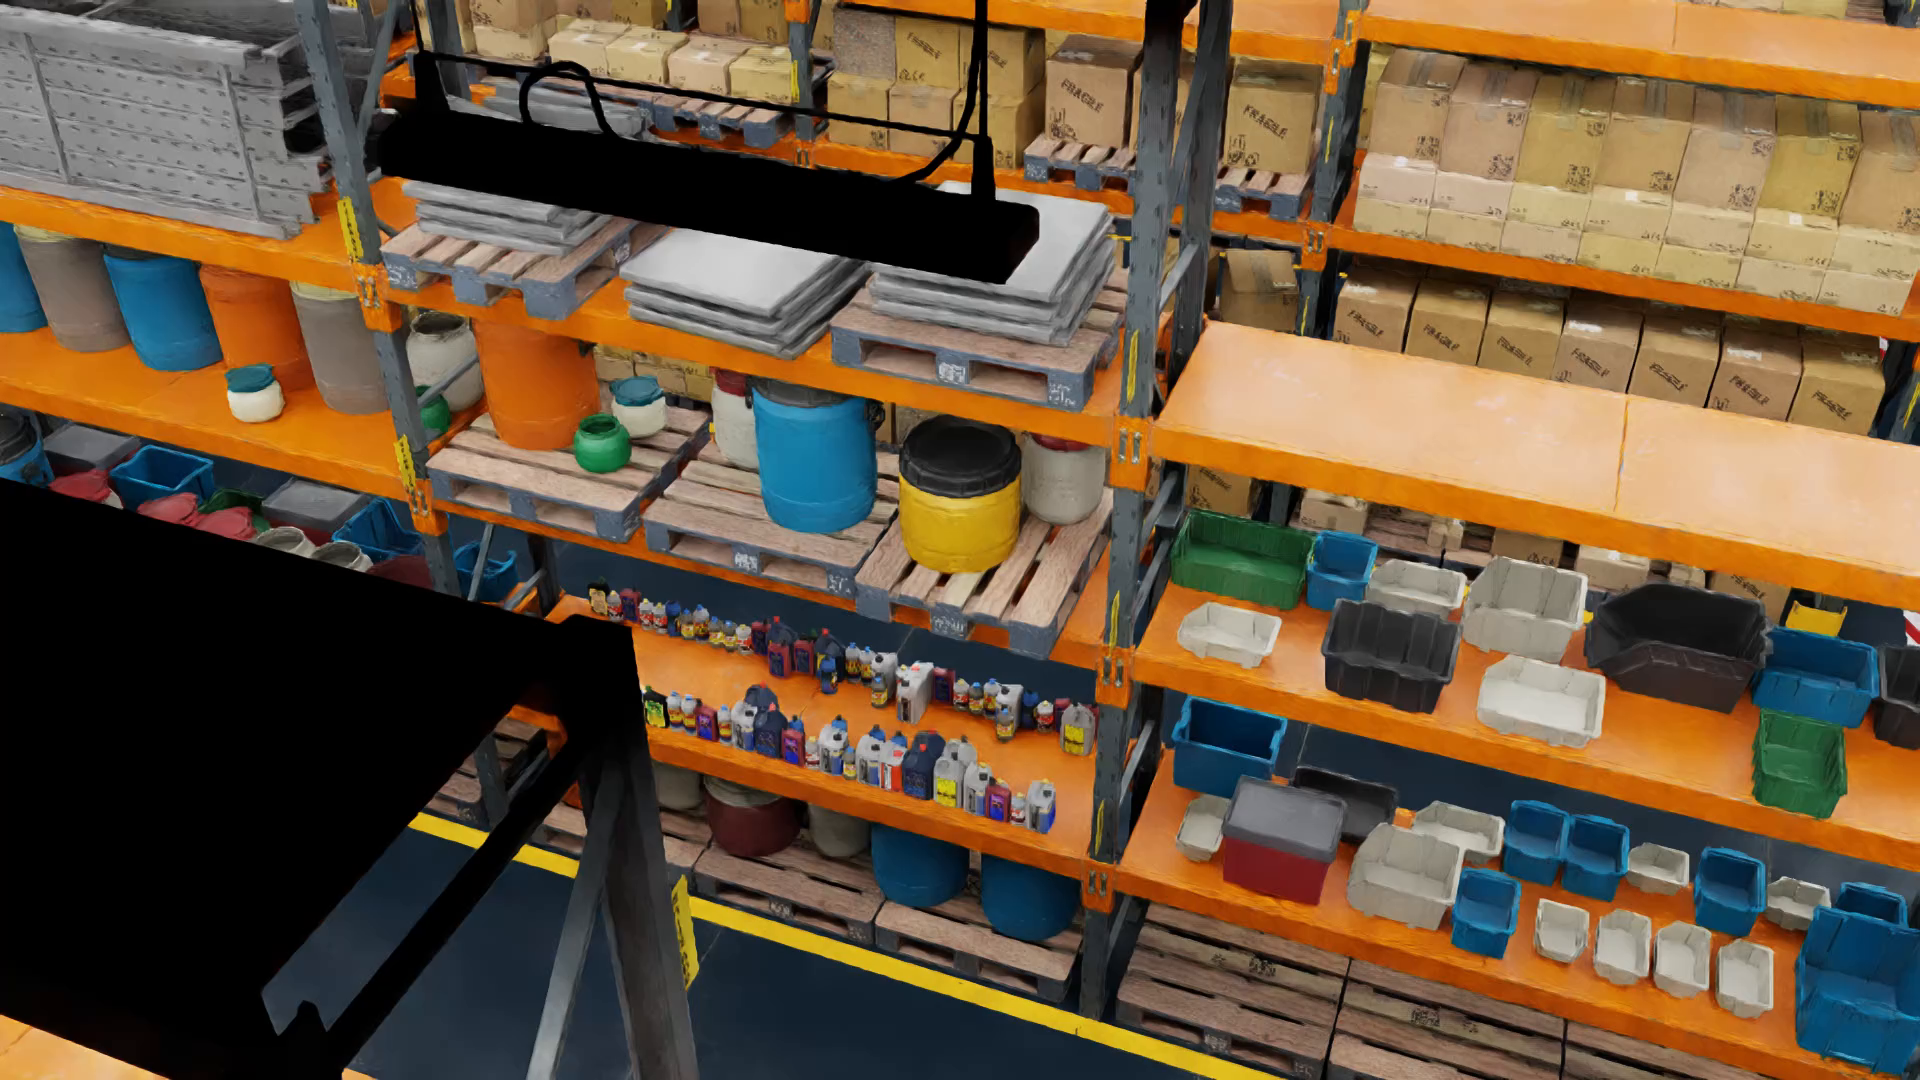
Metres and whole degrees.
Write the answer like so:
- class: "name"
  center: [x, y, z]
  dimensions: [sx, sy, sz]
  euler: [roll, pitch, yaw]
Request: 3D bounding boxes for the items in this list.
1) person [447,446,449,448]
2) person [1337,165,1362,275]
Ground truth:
- class: "person"
  center: [-4.721, -1.371, 13.779]
  dimensions: [0.699, 1.754, 0.689]
  euler: [8, 37, 10]
- class: "person"
  center: [3.690, -2.805, 15.916]
  dimensions: [1.088, 1.470, 0.451]
  euler: [12, 38, 15]
